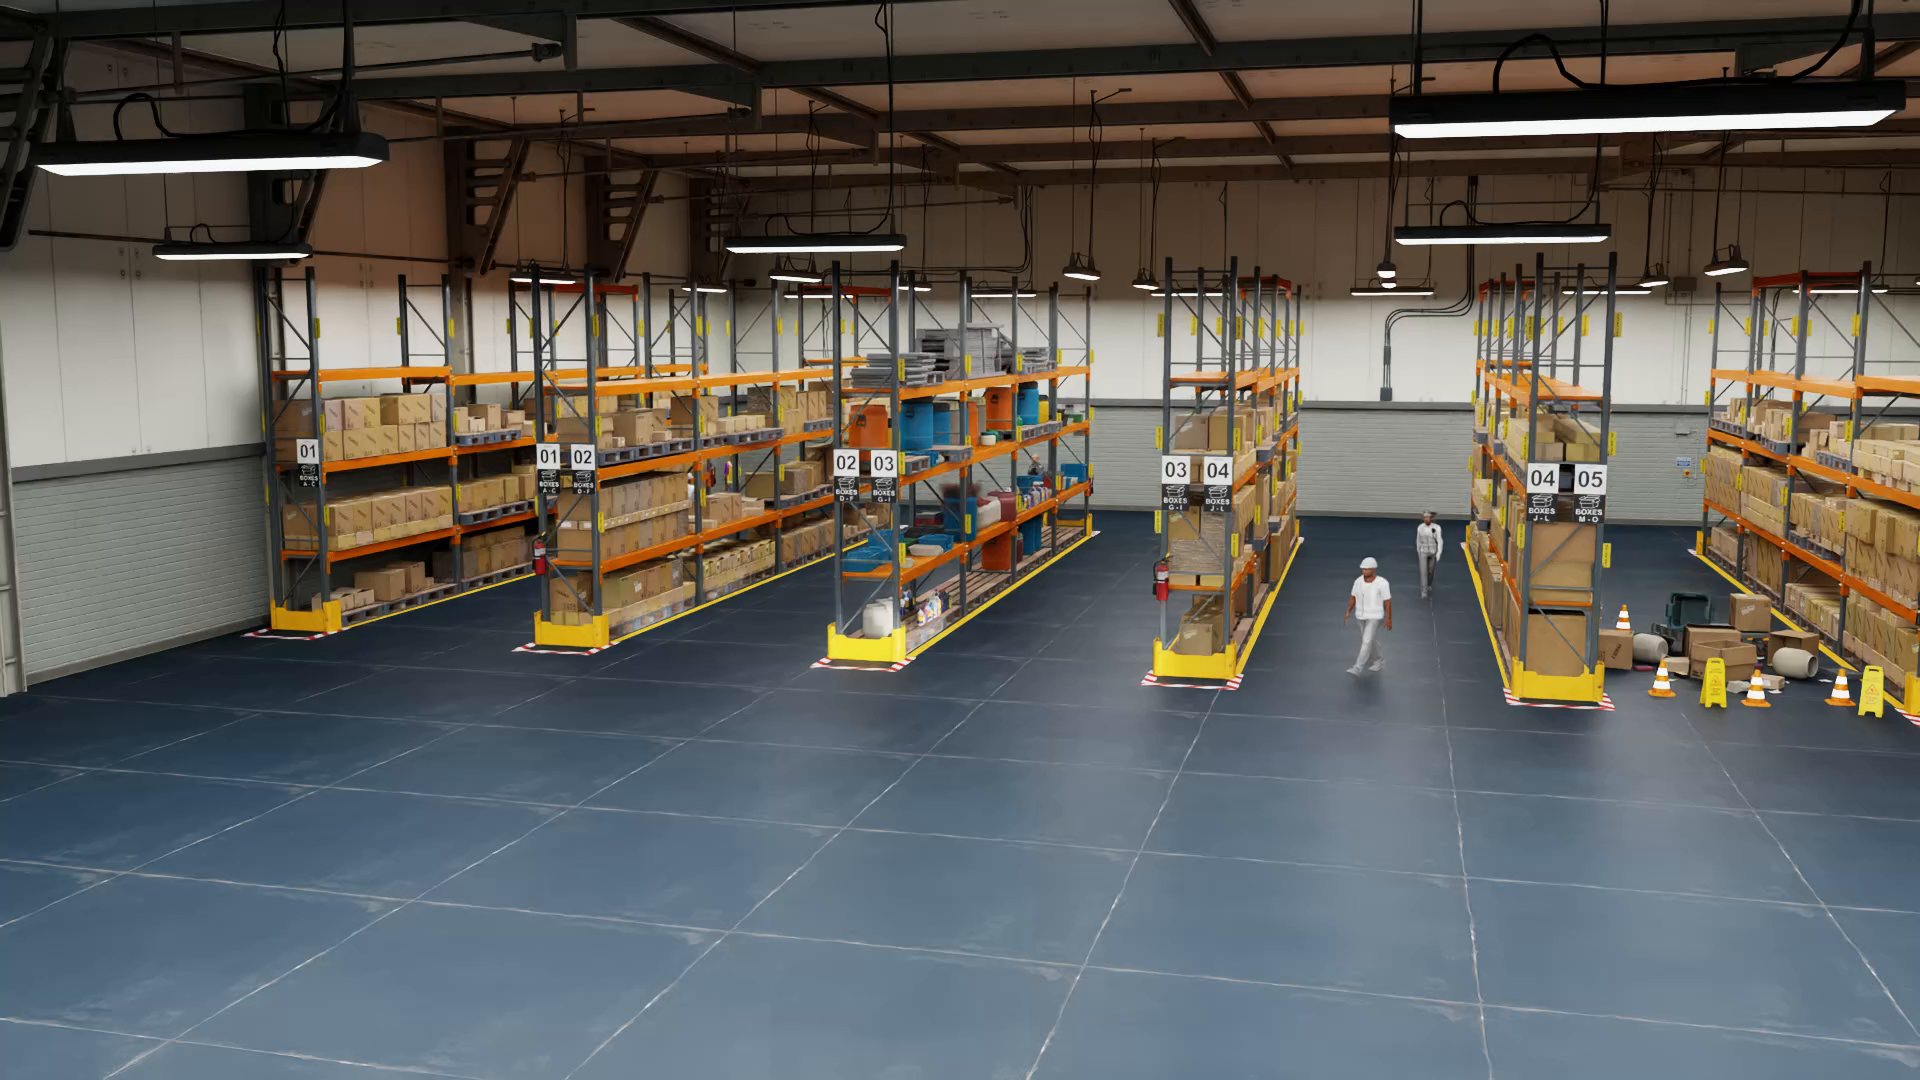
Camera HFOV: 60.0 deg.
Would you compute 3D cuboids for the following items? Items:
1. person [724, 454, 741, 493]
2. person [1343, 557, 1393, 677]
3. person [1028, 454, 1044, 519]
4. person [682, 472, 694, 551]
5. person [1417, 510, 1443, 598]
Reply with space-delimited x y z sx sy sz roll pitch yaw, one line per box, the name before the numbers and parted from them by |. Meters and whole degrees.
person | -6.105 -1.507 44.391 0.741 1.750 0.548 2 8 15
person | 5.829 1.099 23.972 1.085 1.698 0.599 -5 9 -35
person | 1.960 -1.387 43.702 0.511 1.764 0.584 -2 7 -12
person | -6.213 -0.642 37.474 0.601 1.780 0.509 2 7 13
person | 8.795 0.233 31.136 0.469 1.615 1.023 2 7 12
